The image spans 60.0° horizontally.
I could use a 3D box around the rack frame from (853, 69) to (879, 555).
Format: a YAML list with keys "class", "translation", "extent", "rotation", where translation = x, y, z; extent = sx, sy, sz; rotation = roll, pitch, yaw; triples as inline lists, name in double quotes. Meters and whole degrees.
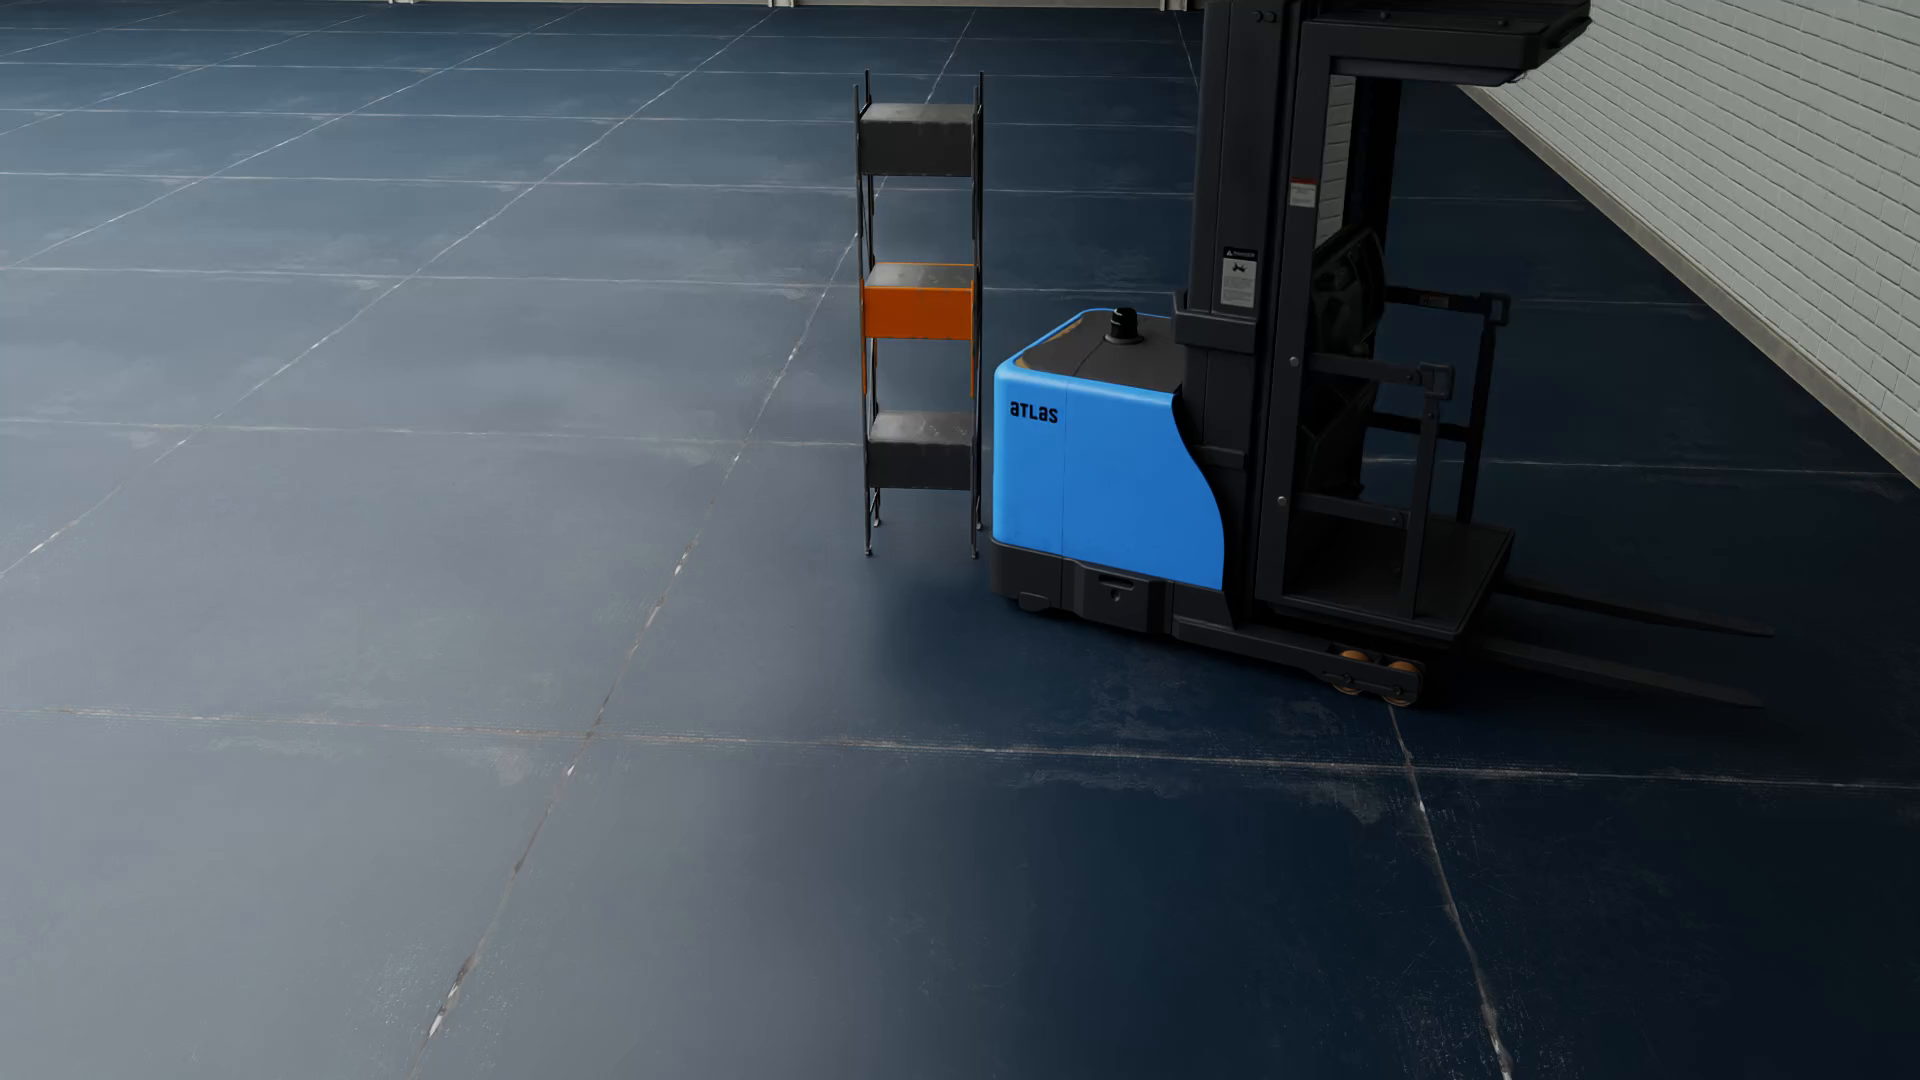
- class: "rack frame"
  translation: [-0.408, -0.967, 7.340]
  extent: [0.015, 2.100, 0.400]
  rotation: [2, 25, 4]

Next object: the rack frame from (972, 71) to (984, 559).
- class: "rack frame"
  translation: [0.078, -0.951, 7.306]
  extent: [0.015, 2.100, 0.400]
  rotation: [2, 25, 4]

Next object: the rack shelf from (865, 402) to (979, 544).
- class: "rack shelf"
  translation: [-0.165, -0.311, 7.621]
  extent: [0.480, 0.518, 0.431]
  rotation: [2, 25, 4]

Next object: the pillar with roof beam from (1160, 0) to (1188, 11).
- class: "pillar with roof beam"
  translation: [2.917, -10.360, 19.500]
  extent: [0.400, 9.000, 9.100]
  rotation: [2, 25, 4]

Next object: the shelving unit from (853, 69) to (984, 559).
- class: "shelving unit"
  translation: [-0.165, -0.959, 7.323]
  extent: [0.503, 2.100, 0.431]
  rotation: [2, 25, 4]

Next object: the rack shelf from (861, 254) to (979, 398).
- class: "rack shelf"
  translation: [-0.165, -0.947, 7.328]
  extent: [0.480, 0.518, 0.431]
  rotation: [2, 25, 4]

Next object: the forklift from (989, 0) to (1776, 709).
- class: "forklift"
  translation: [1.672, -0.949, 6.307]
  extent: [3.031, 2.935, 1.130]
  rotation: [12, 27, 25]

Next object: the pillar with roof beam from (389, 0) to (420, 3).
- class: "pillar with roof beam"
  translation: [-9.048, -10.744, 20.335]
  extent: [0.400, 9.000, 9.100]
  rotation: [2, 25, 4]

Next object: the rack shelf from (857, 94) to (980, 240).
- class: "rack shelf"
  translation: [-0.165, -1.583, 7.036]
  extent: [0.480, 0.518, 0.431]
  rotation: [2, 25, 4]

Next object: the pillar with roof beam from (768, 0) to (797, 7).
- class: "pillar with roof beam"
  translation: [-3.066, -10.552, 19.918]
  extent: [0.400, 9.000, 9.100]
  rotation: [2, 25, 4]
